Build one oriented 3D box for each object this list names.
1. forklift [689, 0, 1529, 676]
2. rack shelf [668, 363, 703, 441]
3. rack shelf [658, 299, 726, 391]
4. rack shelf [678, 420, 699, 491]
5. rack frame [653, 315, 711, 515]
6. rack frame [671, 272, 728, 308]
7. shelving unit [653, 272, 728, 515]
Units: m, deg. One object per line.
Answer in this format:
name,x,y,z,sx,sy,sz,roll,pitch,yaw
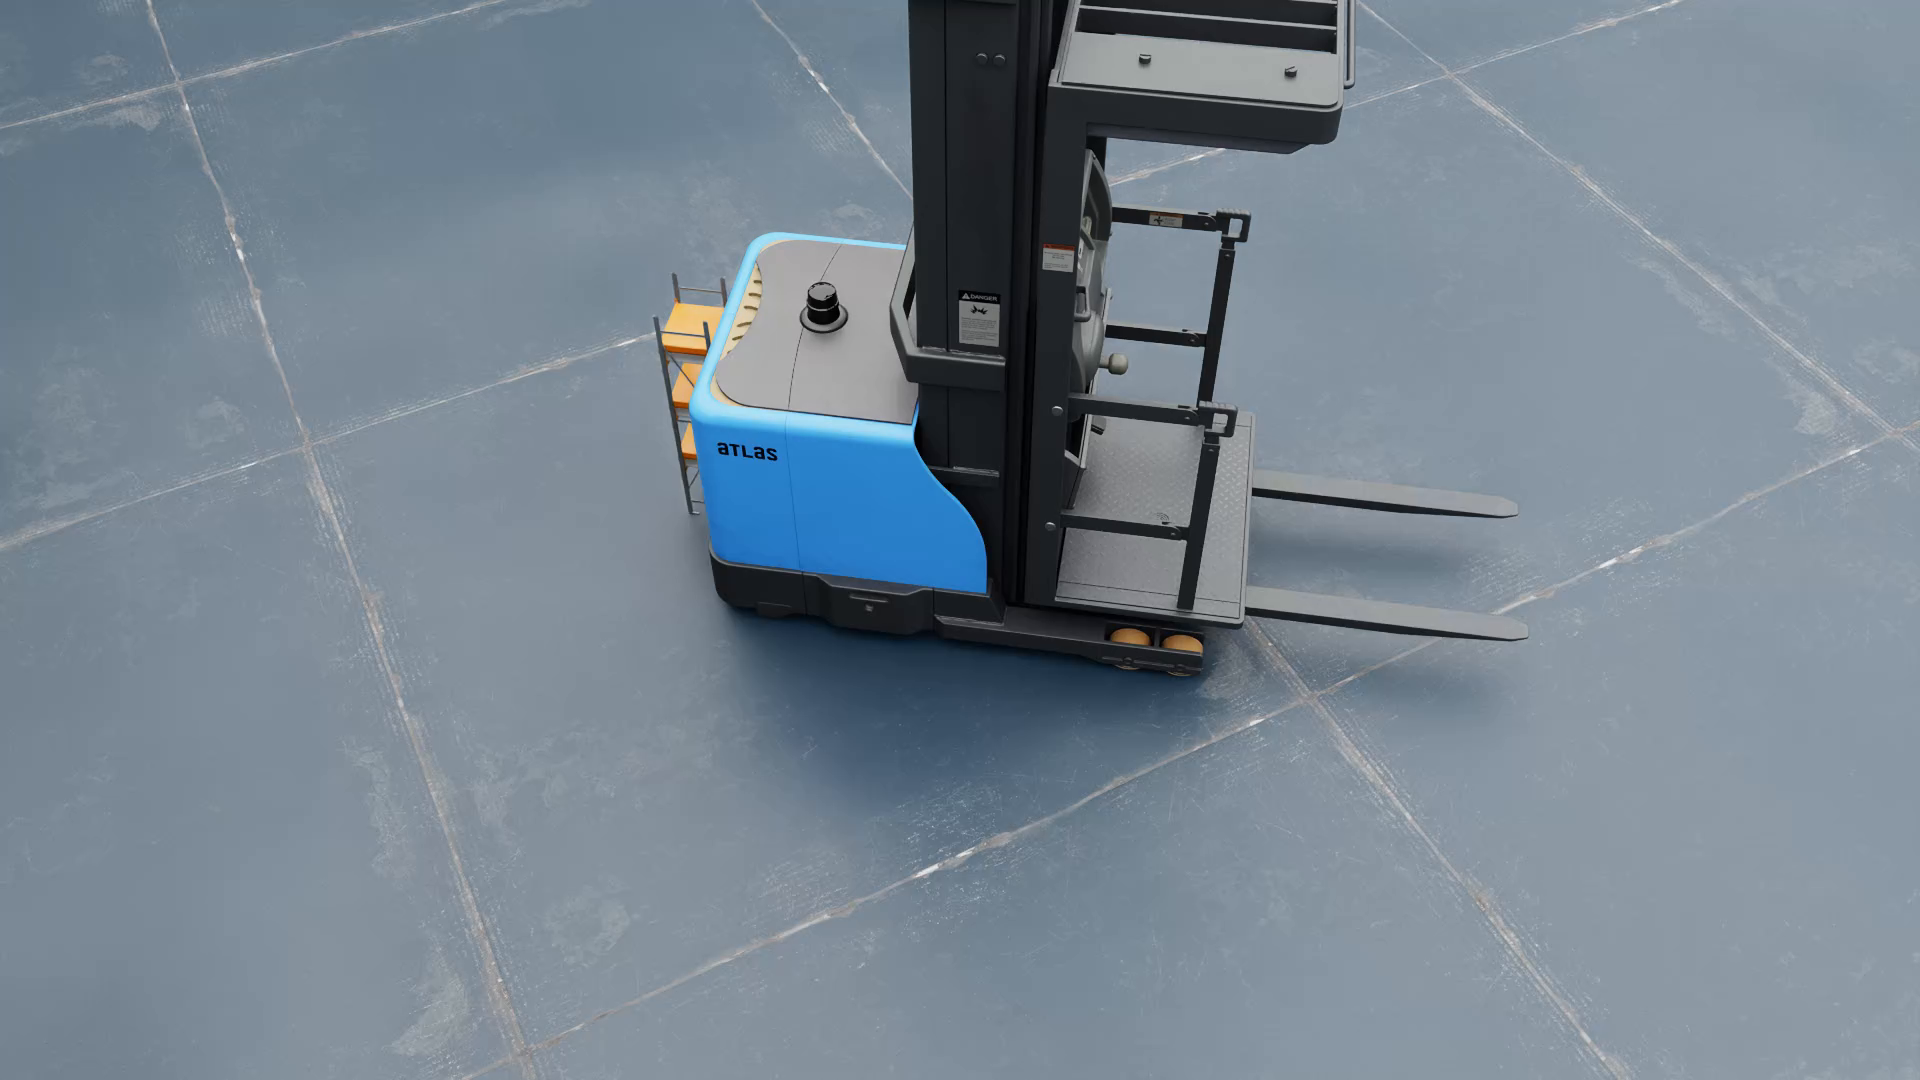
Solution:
forklift,0.623,-0.890,5.474,3.031,2.935,1.130,7,49,6
rack shelf,-0.980,-0.528,6.421,0.215,0.259,0.240,7,49,6
rack shelf,-0.980,-0.715,6.207,0.215,0.259,0.240,7,49,6
rack shelf,-0.980,-0.345,6.630,0.215,0.259,0.240,7,49,6
rack frame,-1.000,-0.444,6.334,0.200,1.050,0.008,7,49,6
rack frame,-0.961,-0.626,6.492,0.200,1.050,0.008,7,49,6
shelving unit,-0.980,-0.535,6.413,0.215,1.050,0.252,7,49,6
